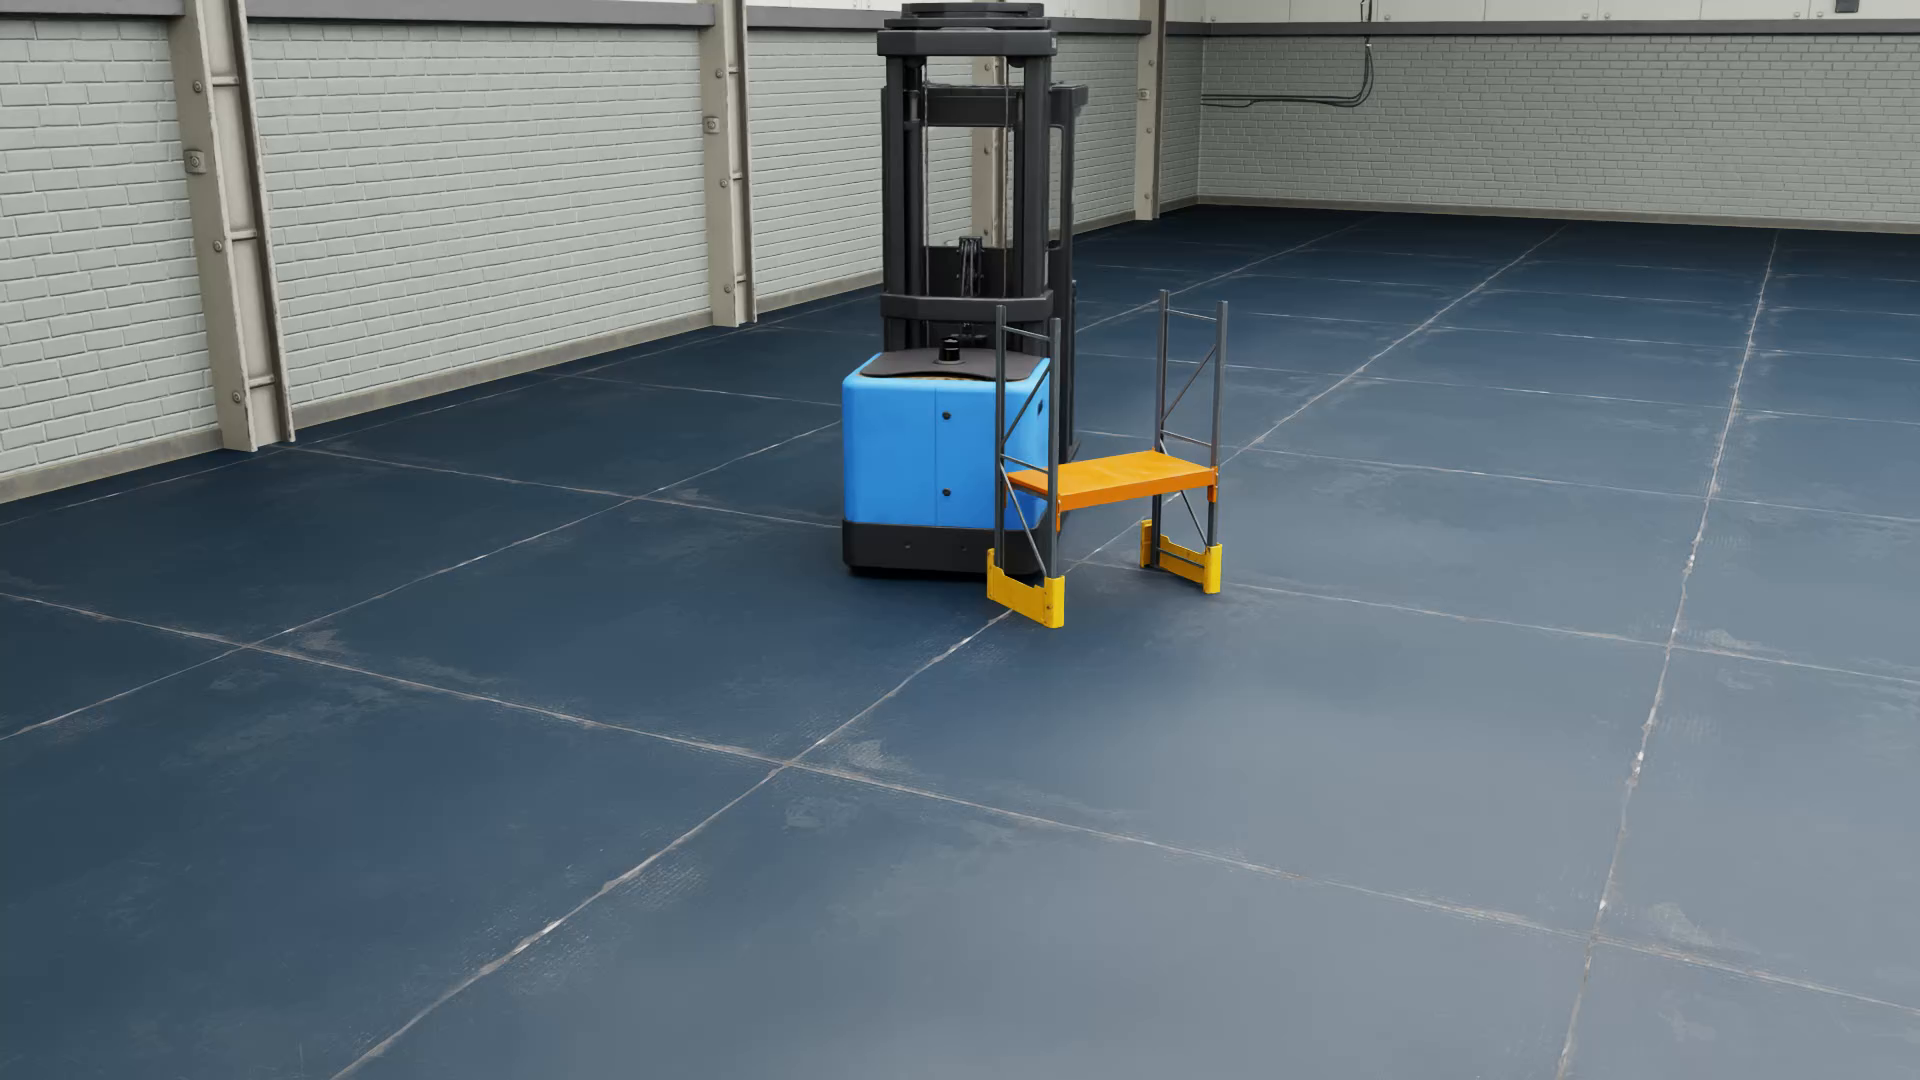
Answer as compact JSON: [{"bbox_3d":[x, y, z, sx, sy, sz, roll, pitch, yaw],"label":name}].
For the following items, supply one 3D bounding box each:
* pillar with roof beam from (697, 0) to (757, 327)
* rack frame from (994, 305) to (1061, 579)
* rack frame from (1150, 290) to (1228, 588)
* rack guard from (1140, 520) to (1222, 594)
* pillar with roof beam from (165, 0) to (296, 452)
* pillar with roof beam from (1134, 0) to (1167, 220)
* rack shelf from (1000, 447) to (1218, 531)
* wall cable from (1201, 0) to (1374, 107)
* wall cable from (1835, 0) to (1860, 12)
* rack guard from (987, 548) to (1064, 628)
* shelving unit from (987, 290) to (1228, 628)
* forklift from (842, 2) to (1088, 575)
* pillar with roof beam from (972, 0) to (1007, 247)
[{"bbox_3d":[1.545,-5.978,13.847,9.100,9.000,0.400,8,18,25],"label":"pillar with roof beam"},{"bbox_3d":[0.321,-0.364,8.116,0.032,1.500,0.500,-10,19,-31],"label":"rack frame"},{"bbox_3d":[1.180,-0.519,8.637,0.032,1.500,0.500,-10,19,-31],"label":"rack frame"},{"bbox_3d":[1.164,0.083,8.805,0.087,0.250,0.587,-10,19,-31],"label":"rack guard"},{"bbox_3d":[-1.136,-4.450,8.701,9.100,9.000,0.400,8,18,25],"label":"pillar with roof beam"},{"bbox_3d":[6.907,-9.035,24.138,9.100,9.000,0.400,8,18,25],"label":"pillar with roof beam"},{"bbox_3d":[0.751,-0.269,8.427,1.000,0.185,0.538,-10,19,-31],"label":"rack shelf"},{"bbox_3d":[5.555,-8.676,28.384,3.097,2.526,0.112,8,18,25],"label":"wall cable"},{"bbox_3d":[14.041,-10.583,23.378,2.305,6.003,0.169,8,18,25],"label":"wall cable"},{"bbox_3d":[0.322,0.235,8.294,0.087,0.250,0.587,-10,19,-31],"label":"rack guard"},{"bbox_3d":[0.743,-0.440,8.372,1.083,1.500,0.587,-10,19,-31],"label":"shelving unit"},{"bbox_3d":[0.145,-1.600,9.762,1.130,2.935,3.031,3,17,10],"label":"forklift"},{"bbox_3d":[4.226,-7.506,18.992,9.100,9.000,0.400,8,18,25],"label":"pillar with roof beam"}]
